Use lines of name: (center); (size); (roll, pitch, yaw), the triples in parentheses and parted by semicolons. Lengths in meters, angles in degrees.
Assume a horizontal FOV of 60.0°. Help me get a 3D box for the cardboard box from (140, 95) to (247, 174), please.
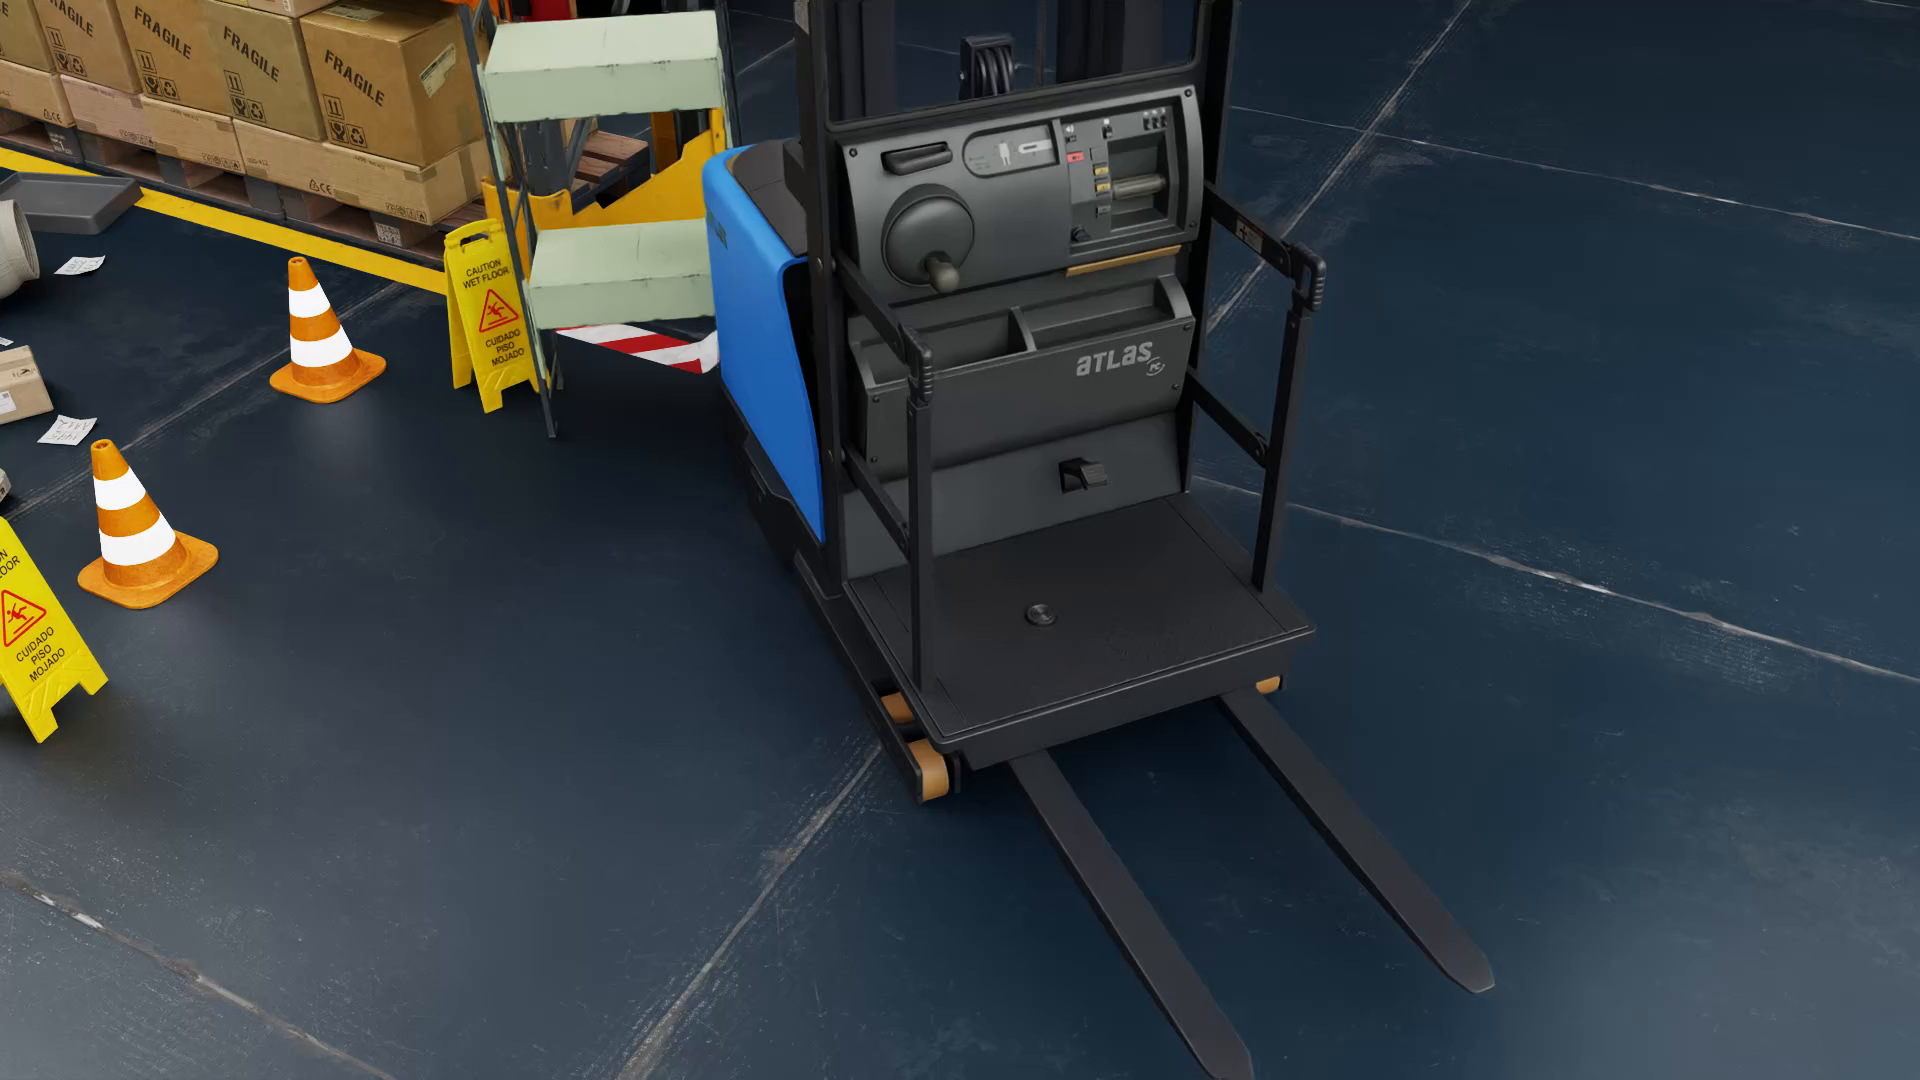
cardboard box: (-3.083, -1.813, 7.084); (0.500, 0.250, 0.500); (16, 40, 20)

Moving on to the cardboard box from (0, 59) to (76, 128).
cardboard box: (-3.991, -2.102, 7.466); (0.500, 0.250, 0.500); (20, 41, 24)

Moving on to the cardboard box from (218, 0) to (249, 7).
cardboard box: (-2.728, -2.219, 6.462); (0.250, 0.149, 0.380); (18, 41, 22)

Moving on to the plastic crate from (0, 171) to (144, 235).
plastic crate: (-3.853, -1.442, 7.083); (0.583, 0.080, 0.402); (4, 37, 6)

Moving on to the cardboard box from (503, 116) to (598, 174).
cardboard box: (-1.907, -1.814, 7.086); (0.500, 0.250, 0.500); (17, 40, 21)

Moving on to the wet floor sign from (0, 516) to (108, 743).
wet floor sign: (-2.568, 0.199, 4.454); (0.232, 0.644, 0.267); (11, 38, 14)

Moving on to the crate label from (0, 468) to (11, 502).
crate label: (-3.228, -0.151, 5.336); (0.298, 0.136, 0.250); (-2, 37, -2)

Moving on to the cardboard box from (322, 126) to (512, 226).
cardboard box: (-2.181, -1.529, 6.710); (0.500, 0.250, 0.500); (17, 40, 21)

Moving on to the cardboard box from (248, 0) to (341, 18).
cardboard box: (-2.506, -2.147, 6.368); (0.250, 0.149, 0.380); (19, 41, 23)

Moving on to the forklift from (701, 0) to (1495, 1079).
forklift: (0.255, -0.783, 3.857); (1.130, 2.935, 3.031); (-15, 40, -19)

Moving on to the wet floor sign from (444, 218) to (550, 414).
wet floor sign: (-1.641, -0.804, 5.776); (0.267, 0.644, 0.232); (-29, 46, -33)

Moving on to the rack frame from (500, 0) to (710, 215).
rack frame: (-1.318, -2.369, 5.891); (0.127, 3.000, 1.000); (17, 41, 21)

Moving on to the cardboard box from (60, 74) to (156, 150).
cardboard box: (-3.519, -1.956, 7.273); (0.500, 0.250, 0.500); (17, 40, 21)

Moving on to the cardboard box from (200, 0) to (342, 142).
cardboard box: (-2.614, -1.966, 6.666); (0.500, 0.500, 0.500); (19, 41, 23)

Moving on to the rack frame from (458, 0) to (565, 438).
rack frame: (-1.441, -1.065, 5.412); (0.023, 1.500, 0.400); (-5, 38, -4)

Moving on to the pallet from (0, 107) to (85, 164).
pallet: (-4.257, -2.203, 7.978); (1.213, 0.211, 1.003); (17, 41, 21)

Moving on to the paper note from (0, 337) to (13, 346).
paper note: (-3.600, -0.749, 6.229); (0.123, 0.001, 0.032); (17, 41, 21)

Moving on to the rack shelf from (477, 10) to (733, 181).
rack shelf: (-1.088, -1.408, 5.202); (0.720, 0.370, 0.431); (-5, 38, -4)

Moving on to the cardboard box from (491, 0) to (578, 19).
cardboard box: (-1.928, -2.119, 6.868); (0.500, 0.500, 0.500); (16, 40, 20)

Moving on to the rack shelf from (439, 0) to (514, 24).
rack shelf: (-3.094, -2.639, 6.841); (4.000, 0.370, 1.077); (17, 41, 21)

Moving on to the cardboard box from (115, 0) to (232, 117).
cardboard box: (-3.059, -2.110, 6.856); (0.500, 0.500, 0.500); (16, 40, 20)

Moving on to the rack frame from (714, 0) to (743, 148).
rack frame: (-0.714, -1.131, 5.466); (0.023, 1.500, 0.400); (-5, 38, -4)

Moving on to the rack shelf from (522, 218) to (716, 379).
rack shelf: (-1.069, -0.839, 5.637); (0.720, 0.370, 0.431); (-5, 38, -4)

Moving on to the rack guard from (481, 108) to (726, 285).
rack guard: (-1.385, -1.395, 6.674); (0.348, 0.500, 1.175); (17, 41, 21)

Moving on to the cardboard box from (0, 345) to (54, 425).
cardboard box: (-3.410, -0.514, 5.804); (0.380, 0.149, 0.250); (-21, 42, -25)

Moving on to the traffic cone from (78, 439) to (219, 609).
traffic cone: (-2.502, -0.096, 4.993); (0.334, 0.463, 0.336); (17, 41, 21)

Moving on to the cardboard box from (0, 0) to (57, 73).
cardboard box: (-3.989, -2.401, 7.239); (0.500, 0.500, 0.500); (19, 41, 23)

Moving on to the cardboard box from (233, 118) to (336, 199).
cardboard box: (-2.616, -1.670, 6.896); (0.500, 0.250, 0.500); (18, 41, 22)

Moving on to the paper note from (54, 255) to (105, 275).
paper note: (-3.536, -1.109, 6.686); (0.148, 0.019, 0.142); (4, 37, 6)

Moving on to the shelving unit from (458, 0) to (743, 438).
shelving unit: (-1.077, -1.098, 5.439); (0.755, 1.500, 0.431); (-5, 38, -4)

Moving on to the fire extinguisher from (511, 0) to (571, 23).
fire extinguisher: (-1.428, -2.059, 5.546); (0.183, 0.674, 0.296); (17, 41, 21)

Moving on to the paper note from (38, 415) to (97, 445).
paper note: (-3.073, -0.381, 5.727); (0.142, 0.019, 0.148); (4, 37, 6)

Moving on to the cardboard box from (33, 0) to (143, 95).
cardboard box: (-3.530, -2.256, 7.047); (0.500, 0.500, 0.500); (20, 41, 24)

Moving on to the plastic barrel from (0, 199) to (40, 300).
plastic barrel: (-3.848, -1.105, 6.355); (0.512, 0.421, 0.421); (-14, 39, -18)

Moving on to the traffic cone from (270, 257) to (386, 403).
traffic cone: (-2.293, -0.786, 5.903); (0.334, 0.463, 0.336); (17, 41, 21)

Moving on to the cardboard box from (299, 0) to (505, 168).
cardboard box: (-2.149, -1.823, 6.477); (0.500, 0.500, 0.500); (18, 41, 22)

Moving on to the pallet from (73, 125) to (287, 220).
pallet: (-3.170, -1.865, 7.532); (1.213, 0.211, 1.003); (17, 41, 21)

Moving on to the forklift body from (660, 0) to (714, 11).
forklift body: (-1.561, -4.245, 9.064); (1.214, 2.155, 2.313); (17, 41, 21)

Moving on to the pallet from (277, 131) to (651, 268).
pallet: (-2.091, -1.525, 7.084); (1.213, 0.211, 1.003); (17, 41, 21)
